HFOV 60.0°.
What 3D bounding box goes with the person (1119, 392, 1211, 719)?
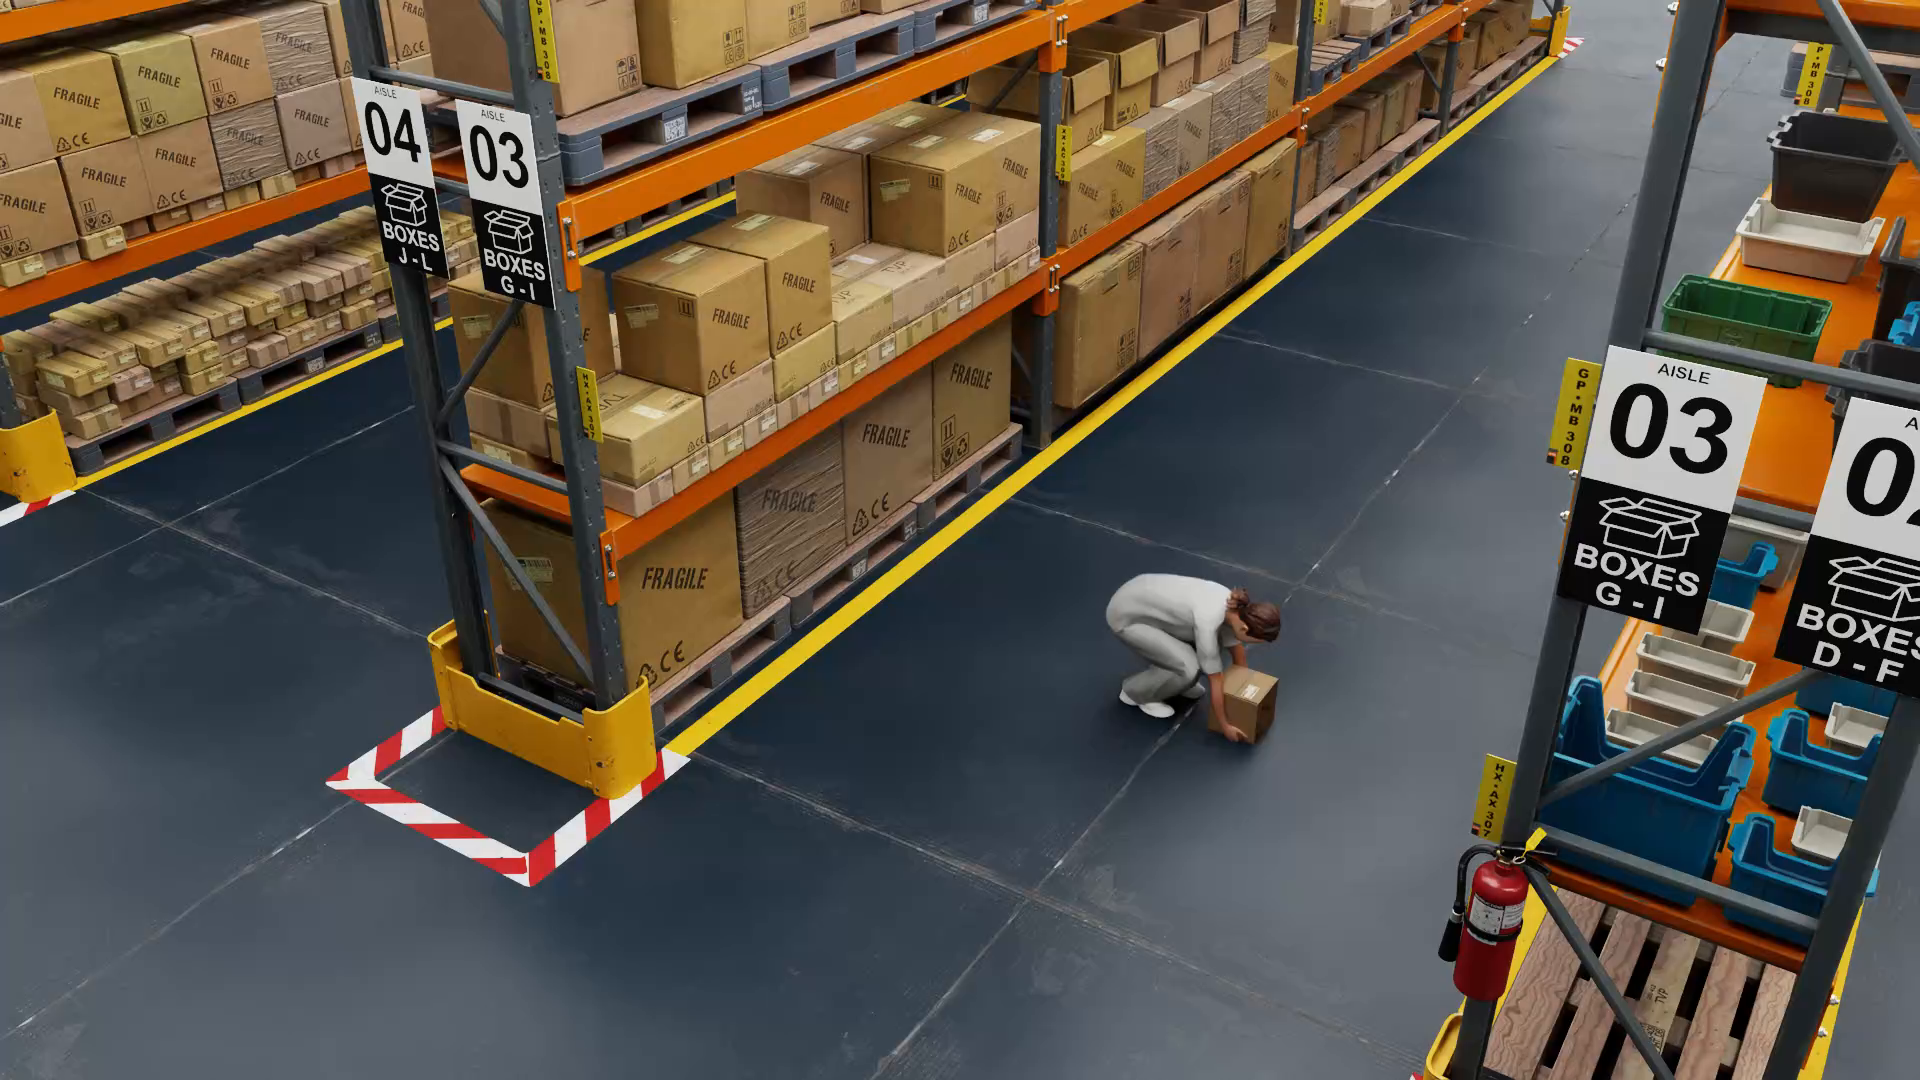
[{"bbox_3d":[1.031,0.078,8.051,0.515,1.674,0.460,17,35,27],"label":"person"}]
